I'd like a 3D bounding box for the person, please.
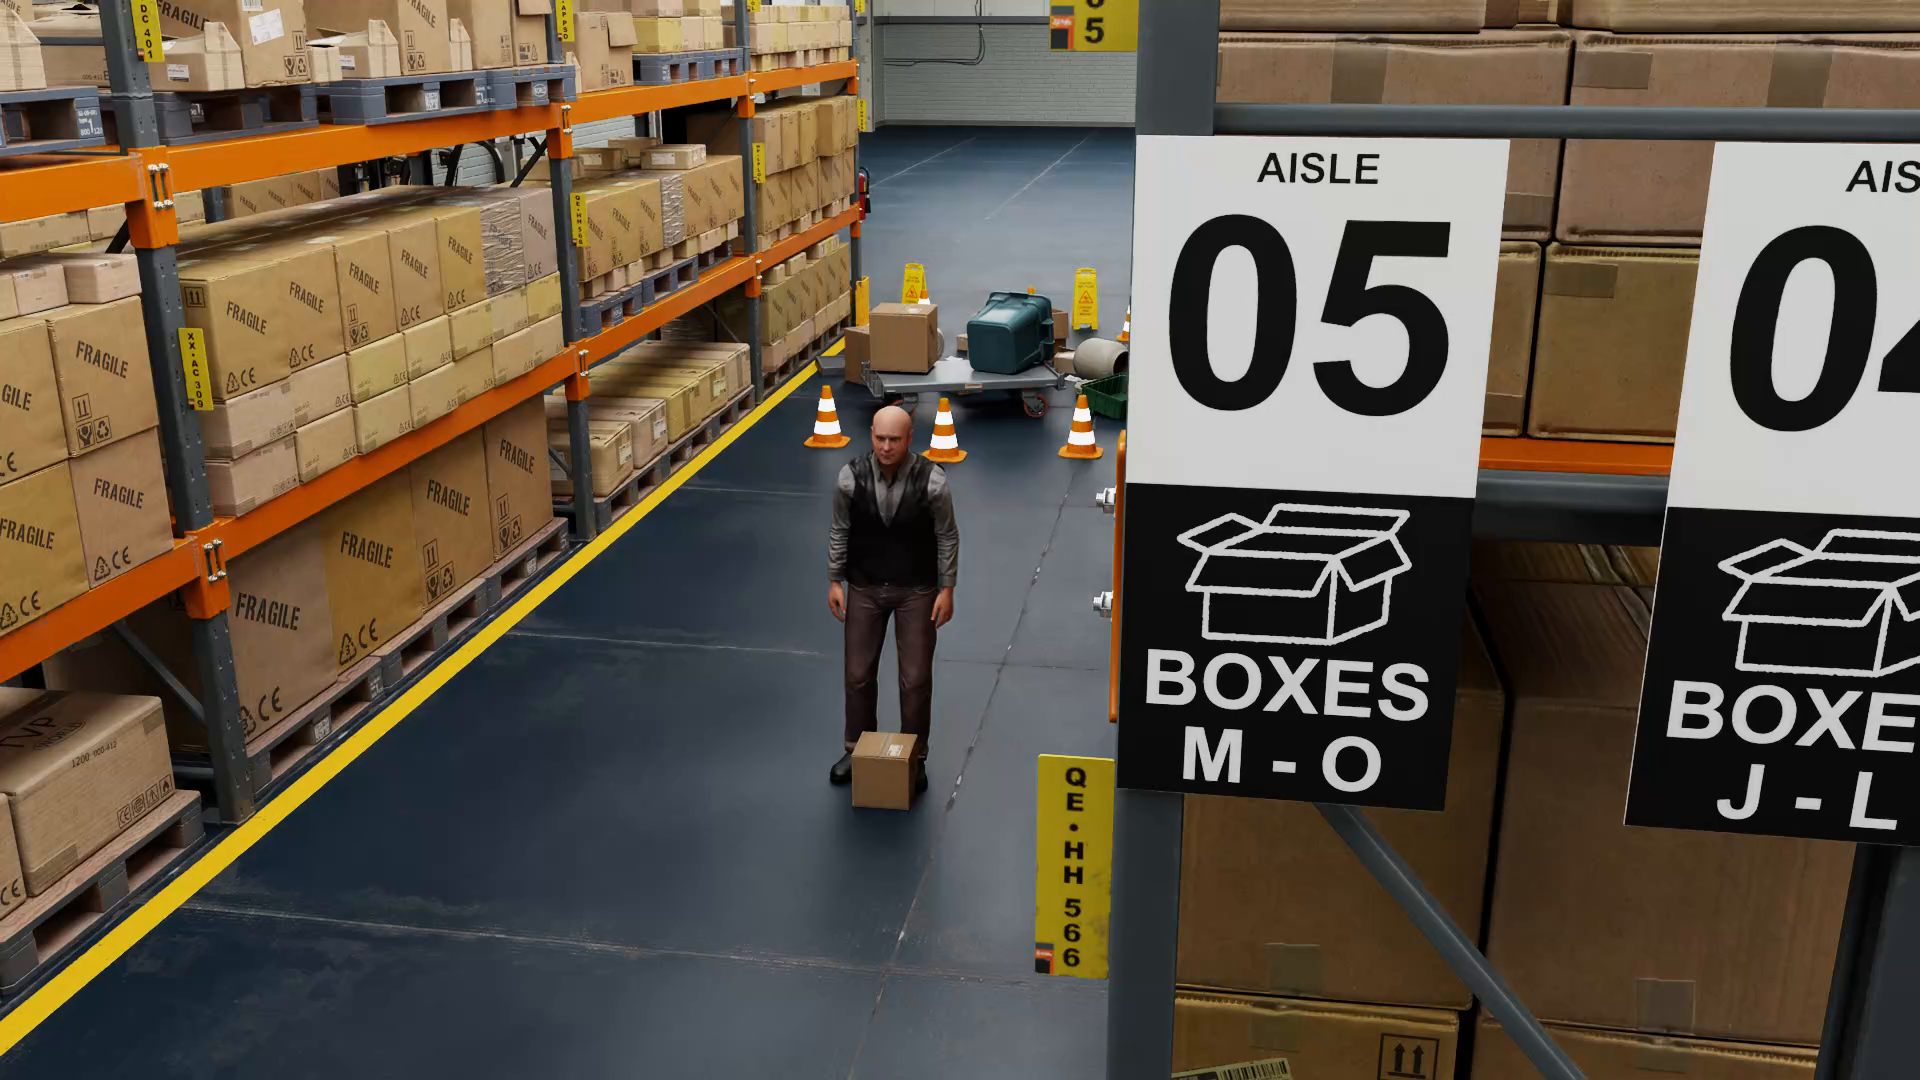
[{"bbox_3d":[-0.298,0.238,7.349,0.580,1.721,0.461,3,18,9],"label":"person"}]
